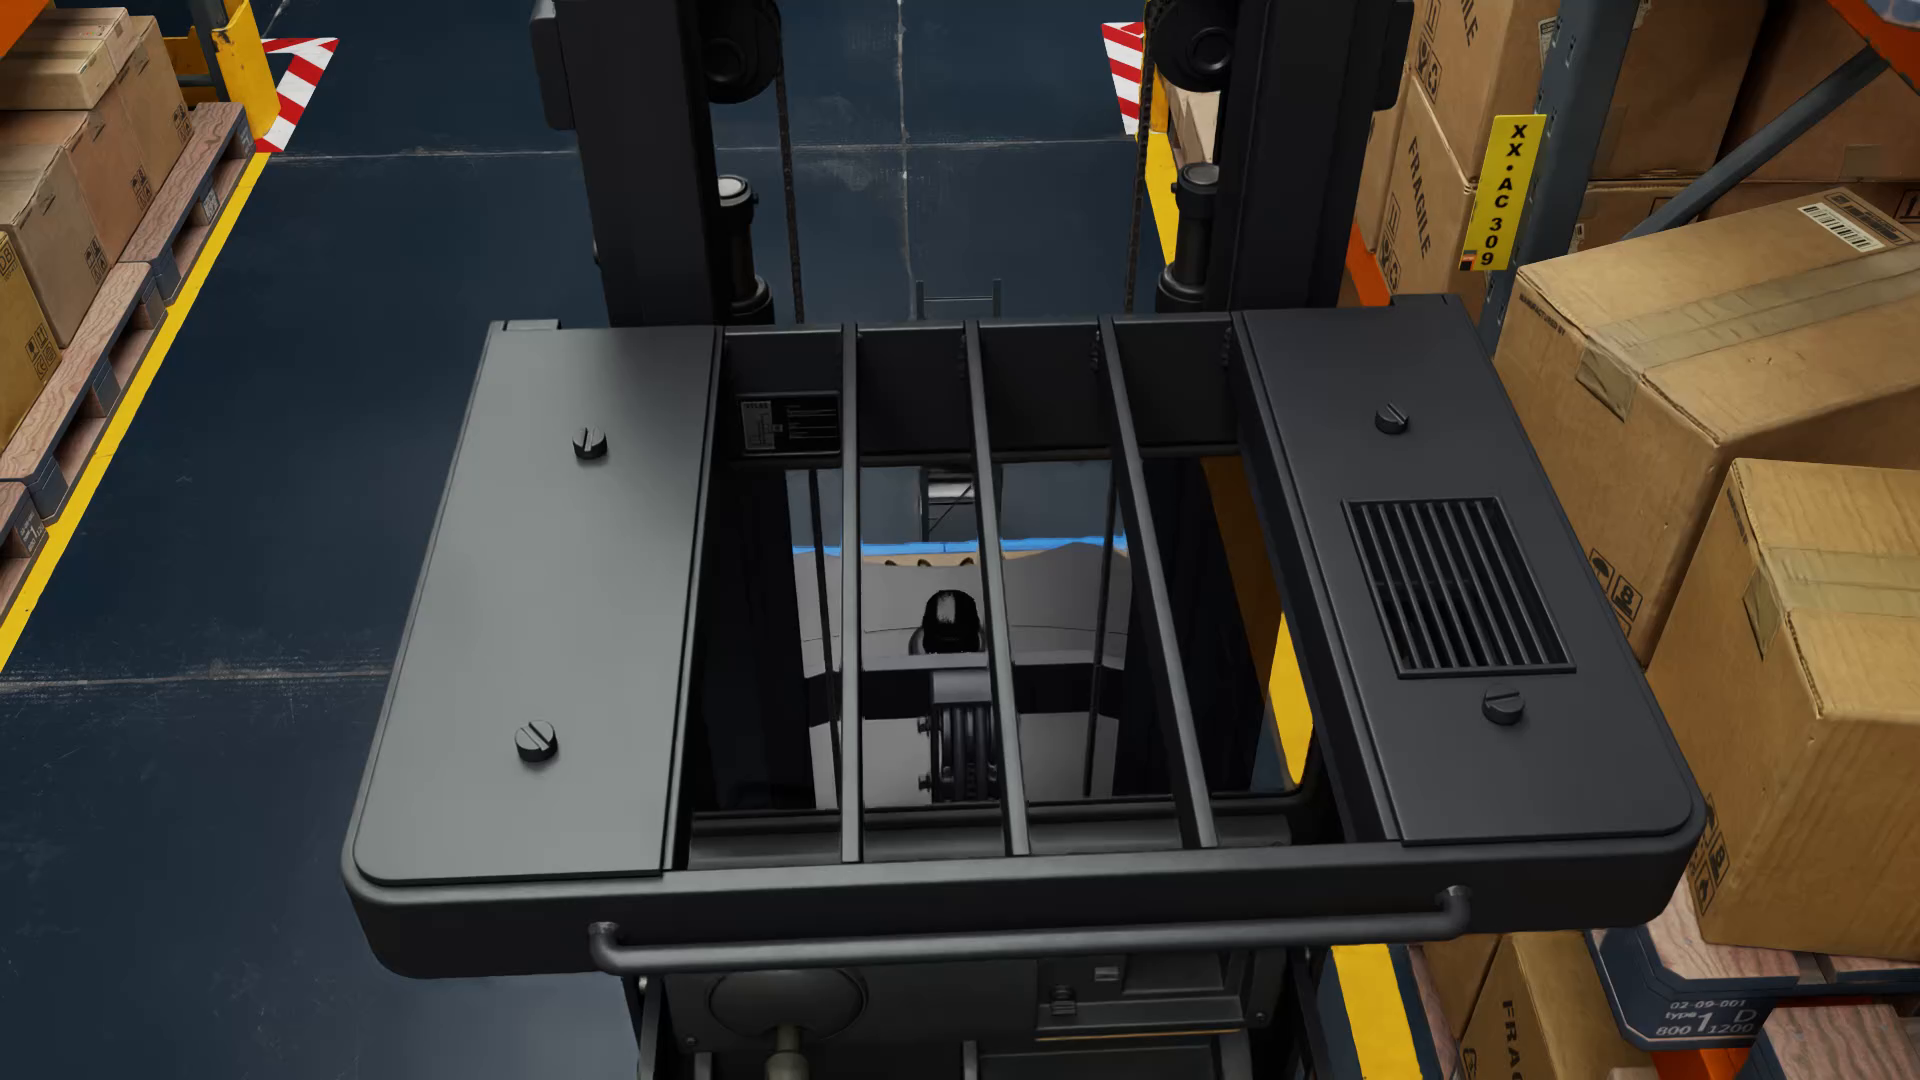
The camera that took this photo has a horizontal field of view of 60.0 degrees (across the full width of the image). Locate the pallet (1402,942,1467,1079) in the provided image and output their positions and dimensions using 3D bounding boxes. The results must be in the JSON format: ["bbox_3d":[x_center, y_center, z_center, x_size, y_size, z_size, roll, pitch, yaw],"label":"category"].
[{"bbox_3d":[1.622,1.234,3.747,1.003,0.211,1.213,-2,43,-2],"label":"pallet"}]

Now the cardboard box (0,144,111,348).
[{"bbox_3d":[-3.396,-0.984,5.642,0.700,0.500,0.500,-3,43,-3],"label":"cardboard box"}]

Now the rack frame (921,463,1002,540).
[{"bbox_3d":[0.004,-0.269,4.877,0.240,0.900,0.006,-2,43,-2],"label":"rack frame"}]

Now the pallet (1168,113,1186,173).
[{"bbox_3d":[1.418,-1.425,6.648,1.003,0.211,1.213,-2,43,-2],"label":"pallet"}]

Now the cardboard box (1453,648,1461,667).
[{"bbox_3d":[1.242,0.041,4.510,0.500,0.500,0.500,-2,43,-2],"label":"cardboard box"}]

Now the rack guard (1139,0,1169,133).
[{"bbox_3d":[1.383,-2.069,7.138,1.175,0.500,0.348,-2,43,-2],"label":"rack guard"}]

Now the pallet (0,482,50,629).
[{"bbox_3d":[-3.353,0.315,4.750,1.003,0.211,1.213,-2,43,-2],"label":"pallet"}]

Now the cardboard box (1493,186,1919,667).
[{"bbox_3d":[1.347,-0.207,2.871,0.700,0.500,0.500,-15,45,-16],"label":"cardboard box"}]

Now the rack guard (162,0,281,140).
[{"bbox_3d":[-3.570,-1.992,7.053,1.175,0.500,0.348,-2,43,-2],"label":"rack guard"}]

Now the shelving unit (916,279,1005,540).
[{"bbox_3d":[0.000,-0.337,4.952,0.258,0.900,0.210,-2,43,-2],"label":"shelving unit"}]

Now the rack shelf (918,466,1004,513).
[{"bbox_3d":[0.000,-0.180,5.096,0.258,0.077,0.200,-2,43,-2],"label":"rack shelf"}]

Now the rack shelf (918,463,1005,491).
[{"bbox_3d":[0.000,-0.246,5.035,0.258,0.077,0.200,-2,43,-2],"label":"rack shelf"}]

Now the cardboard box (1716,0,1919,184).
[{"bbox_3d":[1.811,-1.073,3.387,0.500,0.500,0.500,-1,43,-1],"label":"cardboard box"}]

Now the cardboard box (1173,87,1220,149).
[{"bbox_3d":[1.065,-1.699,6.654,0.380,0.166,0.250,-2,43,-2],"label":"cardboard box"}]

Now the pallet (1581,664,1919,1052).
[{"bbox_3d":[1.475,0.272,2.876,1.003,0.211,1.213,-2,43,-2],"label":"pallet"}]

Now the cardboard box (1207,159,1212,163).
[{"bbox_3d":[1.162,-1.140,5.984,0.500,0.250,0.500,-2,43,-2],"label":"cardboard box"}]

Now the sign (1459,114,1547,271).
[{"bbox_3d":[1.008,-0.640,3.088,0.100,0.325,0.005,-2,43,-2],"label":"sign"}]

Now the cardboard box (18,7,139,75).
[{"bbox_3d":[-3.252,-1.819,6.073,0.380,0.149,0.250,-2,43,-2],"label":"cardboard box"}]

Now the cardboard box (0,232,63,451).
[{"bbox_3d":[-3.366,-0.624,5.250,0.700,0.500,0.500,-1,43,-1],"label":"cardboard box"}]

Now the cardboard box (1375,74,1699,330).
[{"bbox_3d":[1.272,-0.709,3.729,0.500,0.500,0.500,-1,43,-1],"label":"cardboard box"}]

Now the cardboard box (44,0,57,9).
[{"bbox_3d":[-3.645,-1.979,6.248,0.380,0.149,0.250,-1,43,-2],"label":"cardboard box"}]

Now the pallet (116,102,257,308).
[{"bbox_3d":[-3.457,-1.332,6.547,1.003,0.211,1.213,-2,43,-2],"label":"pallet"}]

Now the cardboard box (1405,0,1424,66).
[{"bbox_3d":[1.245,-1.427,3.773,0.500,0.500,0.500,-2,43,-3],"label":"cardboard box"}]

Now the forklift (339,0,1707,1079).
[{"bbox_3d":[0.037,0.703,2.314,1.130,2.935,3.031,-2,43,-2],"label":"forklift"}]

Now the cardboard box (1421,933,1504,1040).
[{"bbox_3d":[1.327,0.751,3.735,0.500,0.500,0.500,-3,43,-4],"label":"cardboard box"}]

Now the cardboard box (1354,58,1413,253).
[{"bbox_3d":[1.249,-1.057,4.109,0.500,0.500,0.500,-1,43,-1],"label":"cardboard box"}]

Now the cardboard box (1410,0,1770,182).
[{"bbox_3d":[1.270,-1.081,3.396,0.500,0.500,0.500,-1,43,-2],"label":"cardboard box"}]

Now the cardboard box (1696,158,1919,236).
[{"bbox_3d":[1.800,-0.731,3.753,0.500,0.500,0.500,-1,43,-1],"label":"cardboard box"}]

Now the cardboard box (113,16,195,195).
[{"bbox_3d":[-3.439,-1.661,6.381,0.700,0.500,0.500,-2,43,-2],"label":"cardboard box"}]

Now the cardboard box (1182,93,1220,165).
[{"bbox_3d":[1.141,-1.478,6.352,0.500,0.250,0.500,-2,43,-2],"label":"cardboard box"}]

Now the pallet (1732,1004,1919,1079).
[{"bbox_3d":[1.633,1.117,1.954,1.003,0.211,1.213,-2,43,-2],"label":"pallet"}]

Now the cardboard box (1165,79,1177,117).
[{"bbox_3d":[1.054,-1.861,6.844,0.380,0.149,0.250,-2,43,-2],"label":"cardboard box"}]

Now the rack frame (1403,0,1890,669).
[{"bbox_3d":[1.550,-0.342,3.403,1.000,3.000,0.127,-2,43,-2],"label":"rack frame"}]

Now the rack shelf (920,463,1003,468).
[{"bbox_3d":[0.000,-0.313,4.974,0.258,0.077,0.200,-2,43,-2],"label":"rack shelf"}]

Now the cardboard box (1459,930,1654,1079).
[{"bbox_3d":[1.361,1.111,3.342,0.500,0.500,0.500,-1,43,-1],"label":"cardboard box"}]

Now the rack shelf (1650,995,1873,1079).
[{"bbox_3d":[1.635,1.274,2.173,1.077,0.370,4.000,-2,43,-2],"label":"rack shelf"}]

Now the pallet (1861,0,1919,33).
[{"bbox_3d":[1.507,-0.936,1.970,1.213,0.211,1.003,-2,43,-2],"label":"pallet"}]

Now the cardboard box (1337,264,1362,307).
[{"bbox_3d":[1.465,-0.852,5.481,0.797,0.503,0.637,-2,43,-2],"label":"cardboard box"}]

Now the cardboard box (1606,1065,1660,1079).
[{"bbox_3d":[1.369,1.150,2.745,0.500,0.250,0.500,-2,43,-2],"label":"cardboard box"}]

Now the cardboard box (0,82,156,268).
[{"bbox_3d":[-3.418,-1.323,6.013,0.700,0.500,0.500,-2,43,-2],"label":"cardboard box"}]

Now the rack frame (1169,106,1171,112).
[{"bbox_3d":[1.380,-3.042,6.349,1.000,3.000,0.127,-2,43,-2],"label":"rack frame"}]

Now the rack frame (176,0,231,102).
[{"bbox_3d":[-3.569,-2.897,6.191,1.000,3.000,0.127,-2,43,-2],"label":"rack frame"}]

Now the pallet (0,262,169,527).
[{"bbox_3d":[-3.408,-0.510,5.651,1.003,0.211,1.213,-2,43,-2],"label":"pallet"}]

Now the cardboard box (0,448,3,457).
[{"bbox_3d":[-3.347,-0.277,4.872,0.700,0.500,0.500,-2,43,-2],"label":"cardboard box"}]

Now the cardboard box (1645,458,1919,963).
[{"bbox_3d":[1.439,0.255,2.367,0.700,0.500,0.500,5,43,5],"label":"cardboard box"}]

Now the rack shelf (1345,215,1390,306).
[{"bbox_3d":[1.465,-1.427,5.119,1.077,0.370,4.000,-2,43,-2],"label":"rack shelf"}]

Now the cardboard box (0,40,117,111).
[{"bbox_3d":[-3.240,-1.646,5.885,0.380,0.149,0.250,-1,43,-1],"label":"cardboard box"}]

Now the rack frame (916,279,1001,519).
[{"bbox_3d":[-0.005,-0.406,5.027,0.240,0.900,0.006,-2,43,-2],"label":"rack frame"}]
